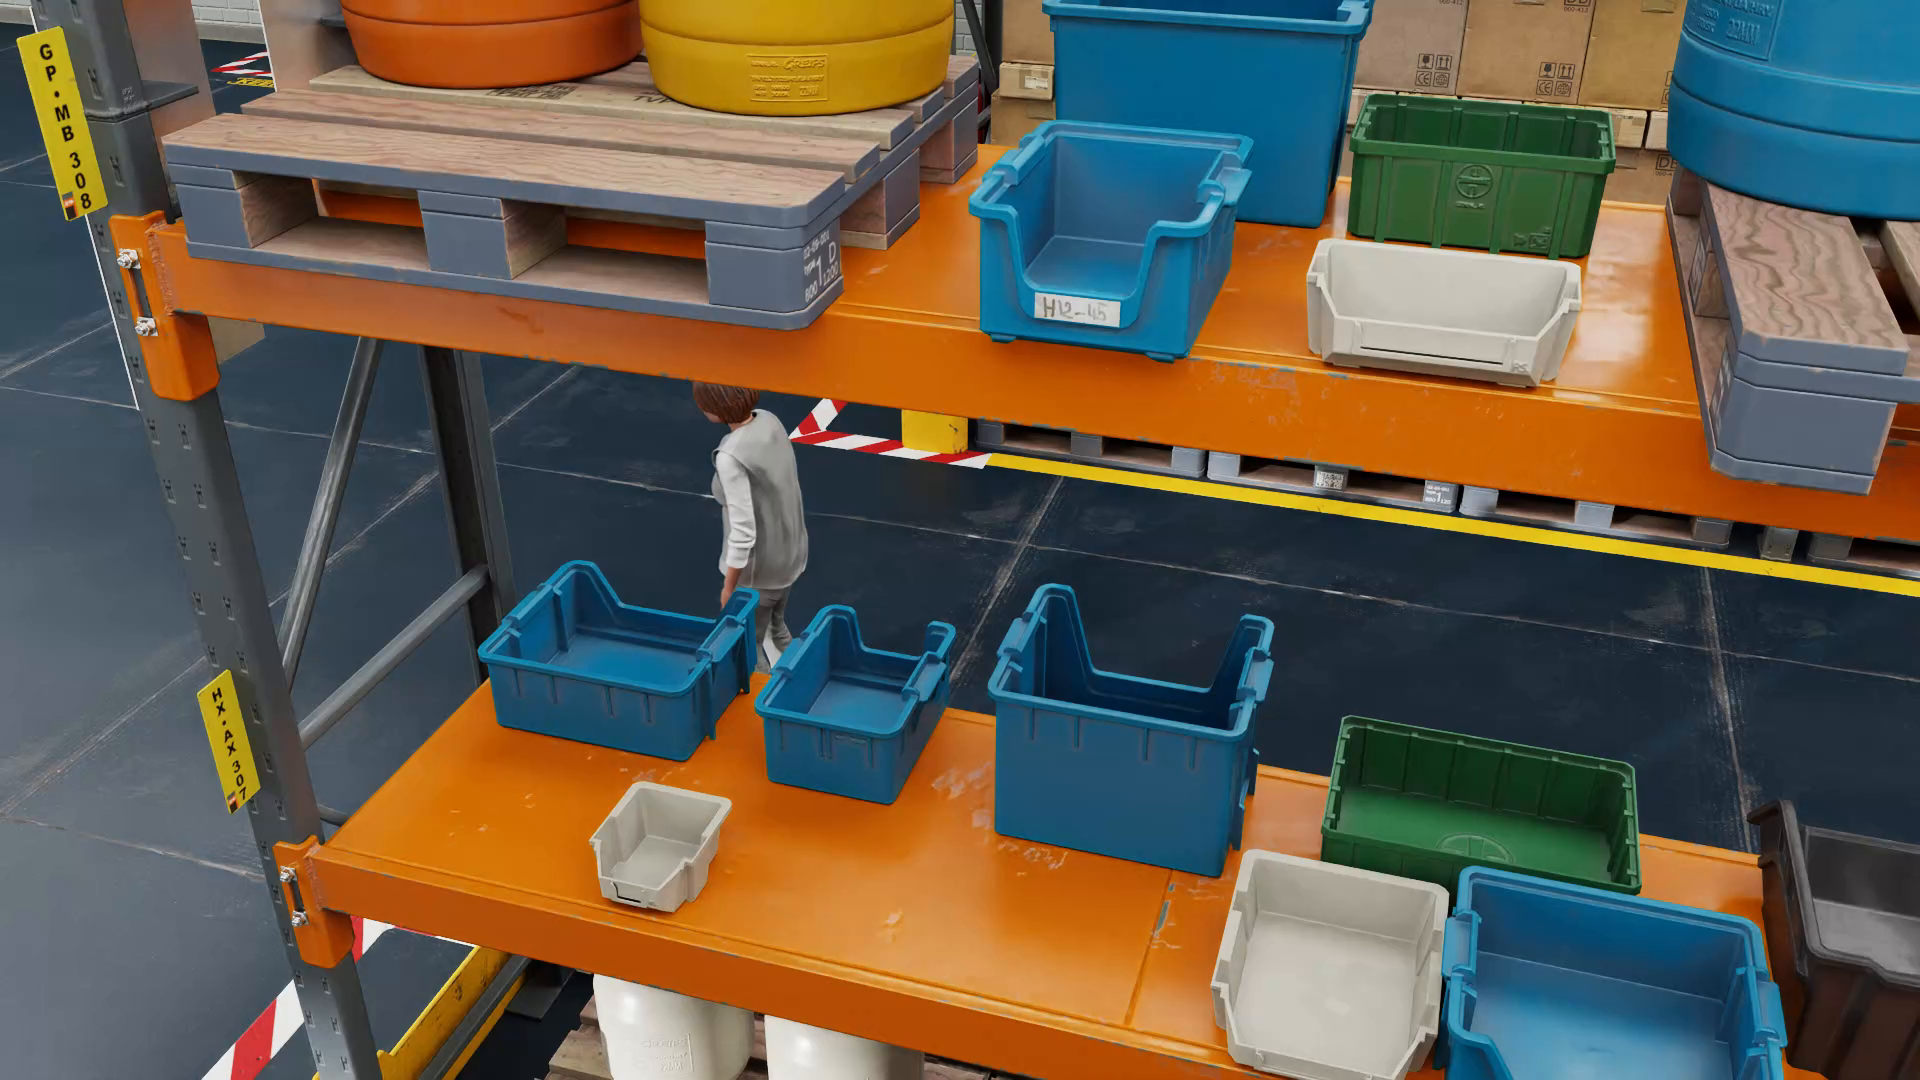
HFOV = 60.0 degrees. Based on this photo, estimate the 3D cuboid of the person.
[{"bbox_3d":[-0.728,0.093,5.977,0.346,1.591,0.459,8,31,14],"label":"person"}]
